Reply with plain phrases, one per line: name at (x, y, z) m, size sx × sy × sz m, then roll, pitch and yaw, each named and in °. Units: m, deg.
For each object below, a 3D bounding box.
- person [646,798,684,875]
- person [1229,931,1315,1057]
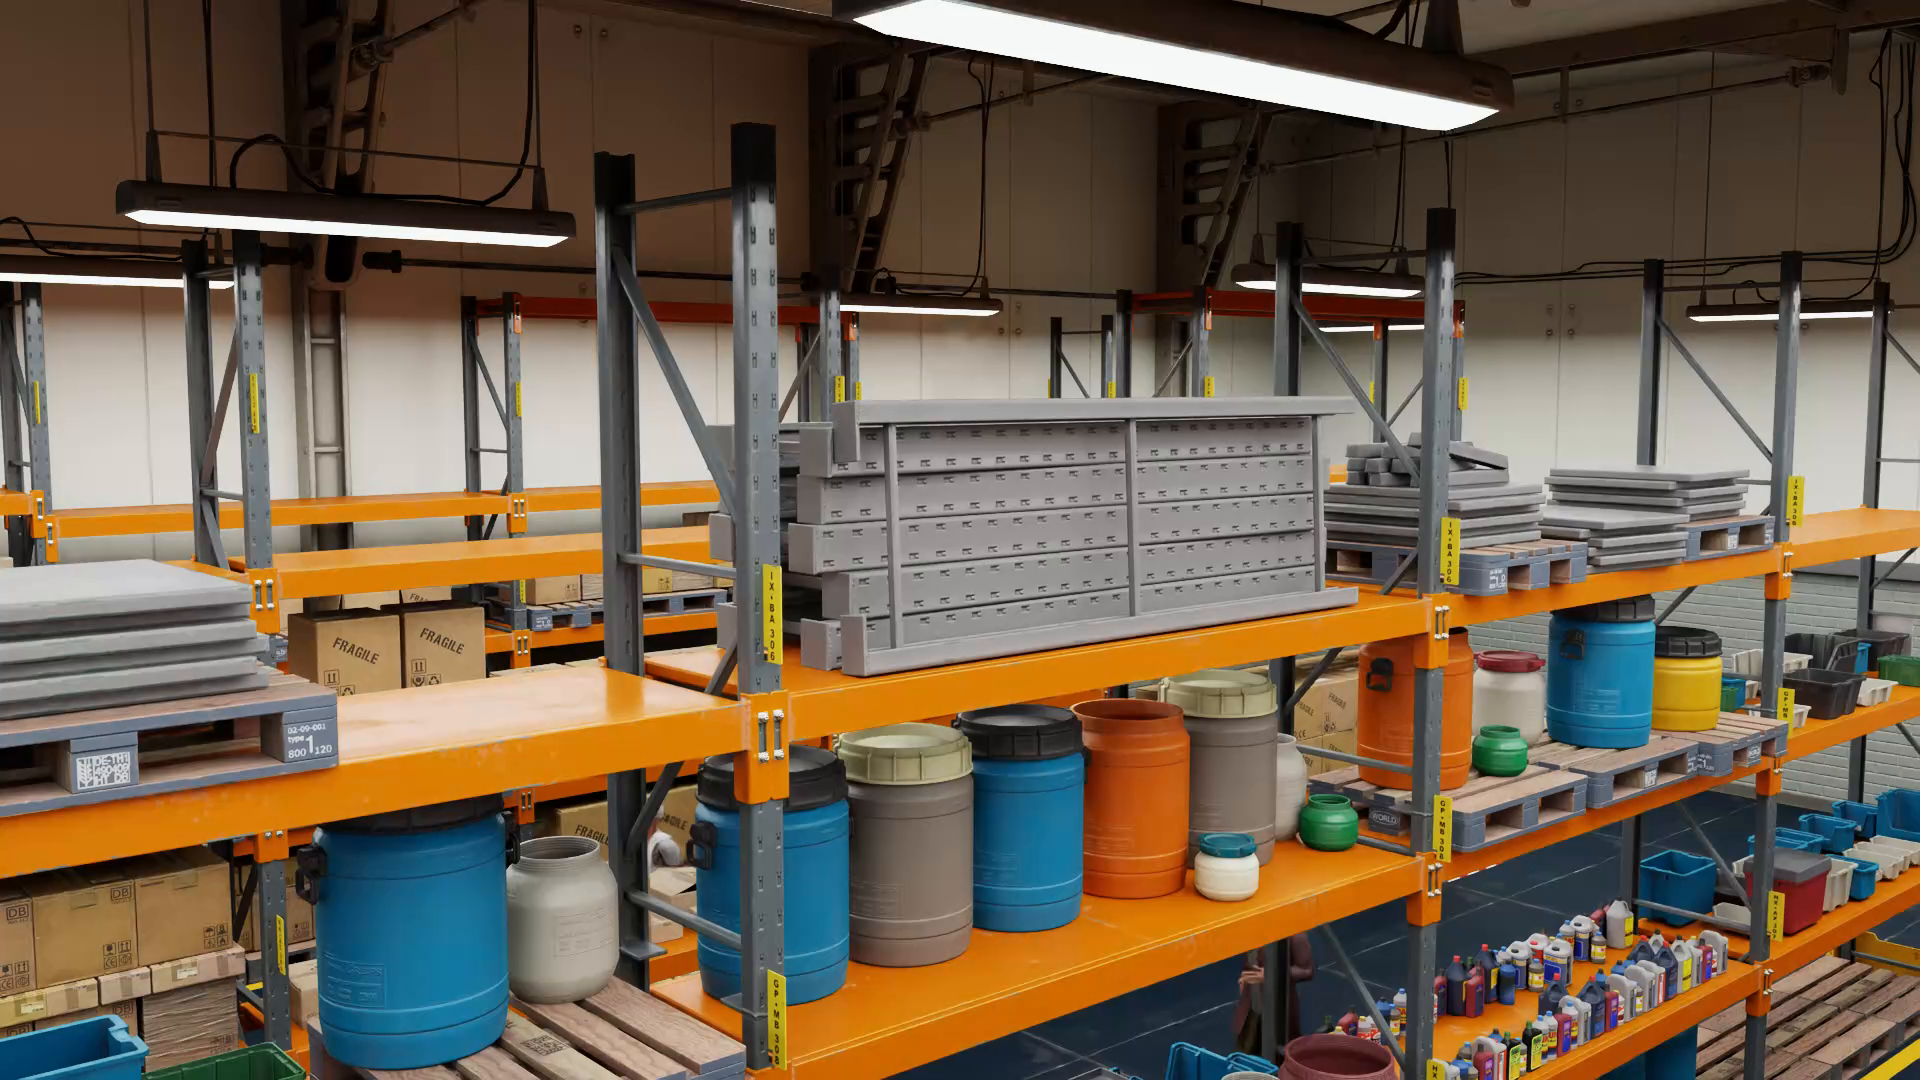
person at (-2.550, 3.006, 13.835) m, size 0.568 × 1.752 × 0.670 m, roll -5°, pitch 8°, yaw -45°
person at (2.154, 3.204, 11.360) m, size 0.988 × 1.803 × 0.686 m, roll -4°, pitch 7°, yaw -38°
